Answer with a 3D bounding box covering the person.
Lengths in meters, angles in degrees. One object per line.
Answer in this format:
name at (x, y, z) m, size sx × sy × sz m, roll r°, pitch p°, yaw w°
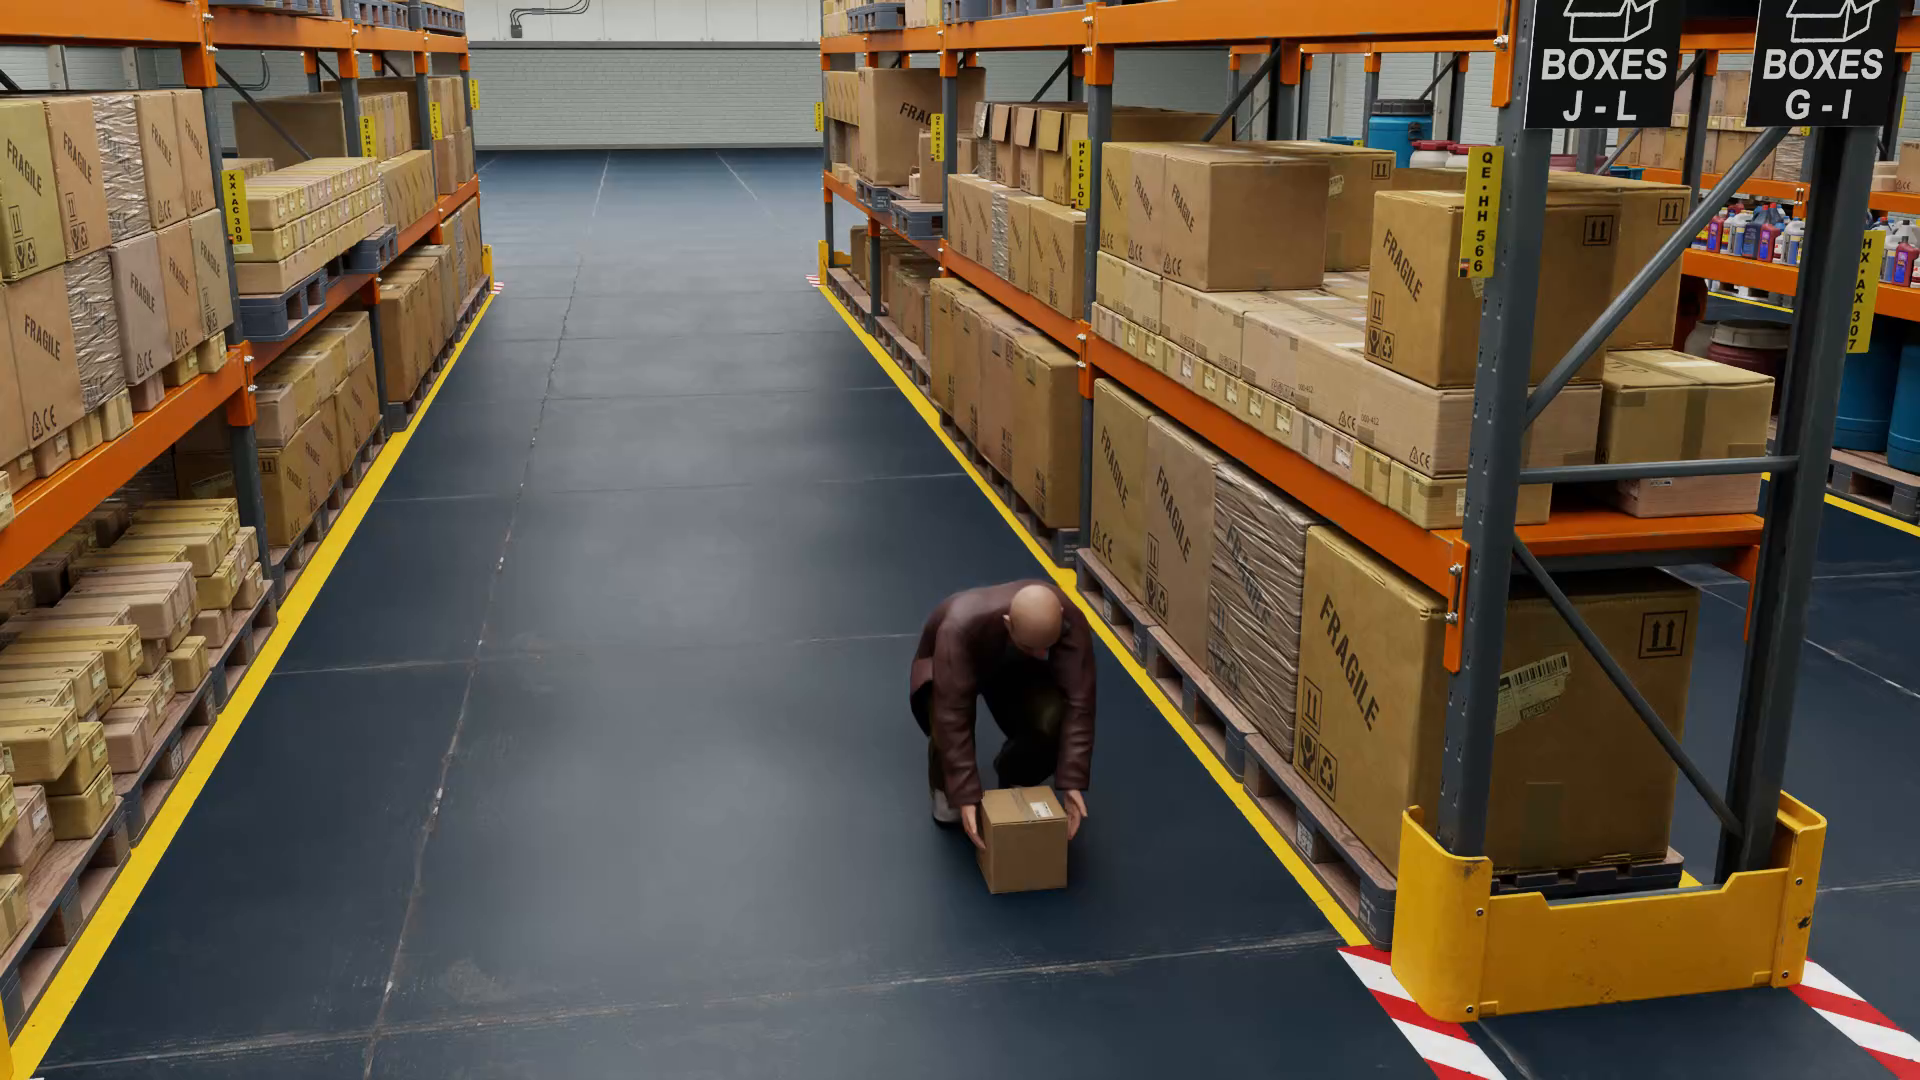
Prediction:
person at (0.135, 0.528, 5.703) m, size 0.609 × 0.963 × 0.913 m, roll -3°, pitch 16°, yaw -11°
